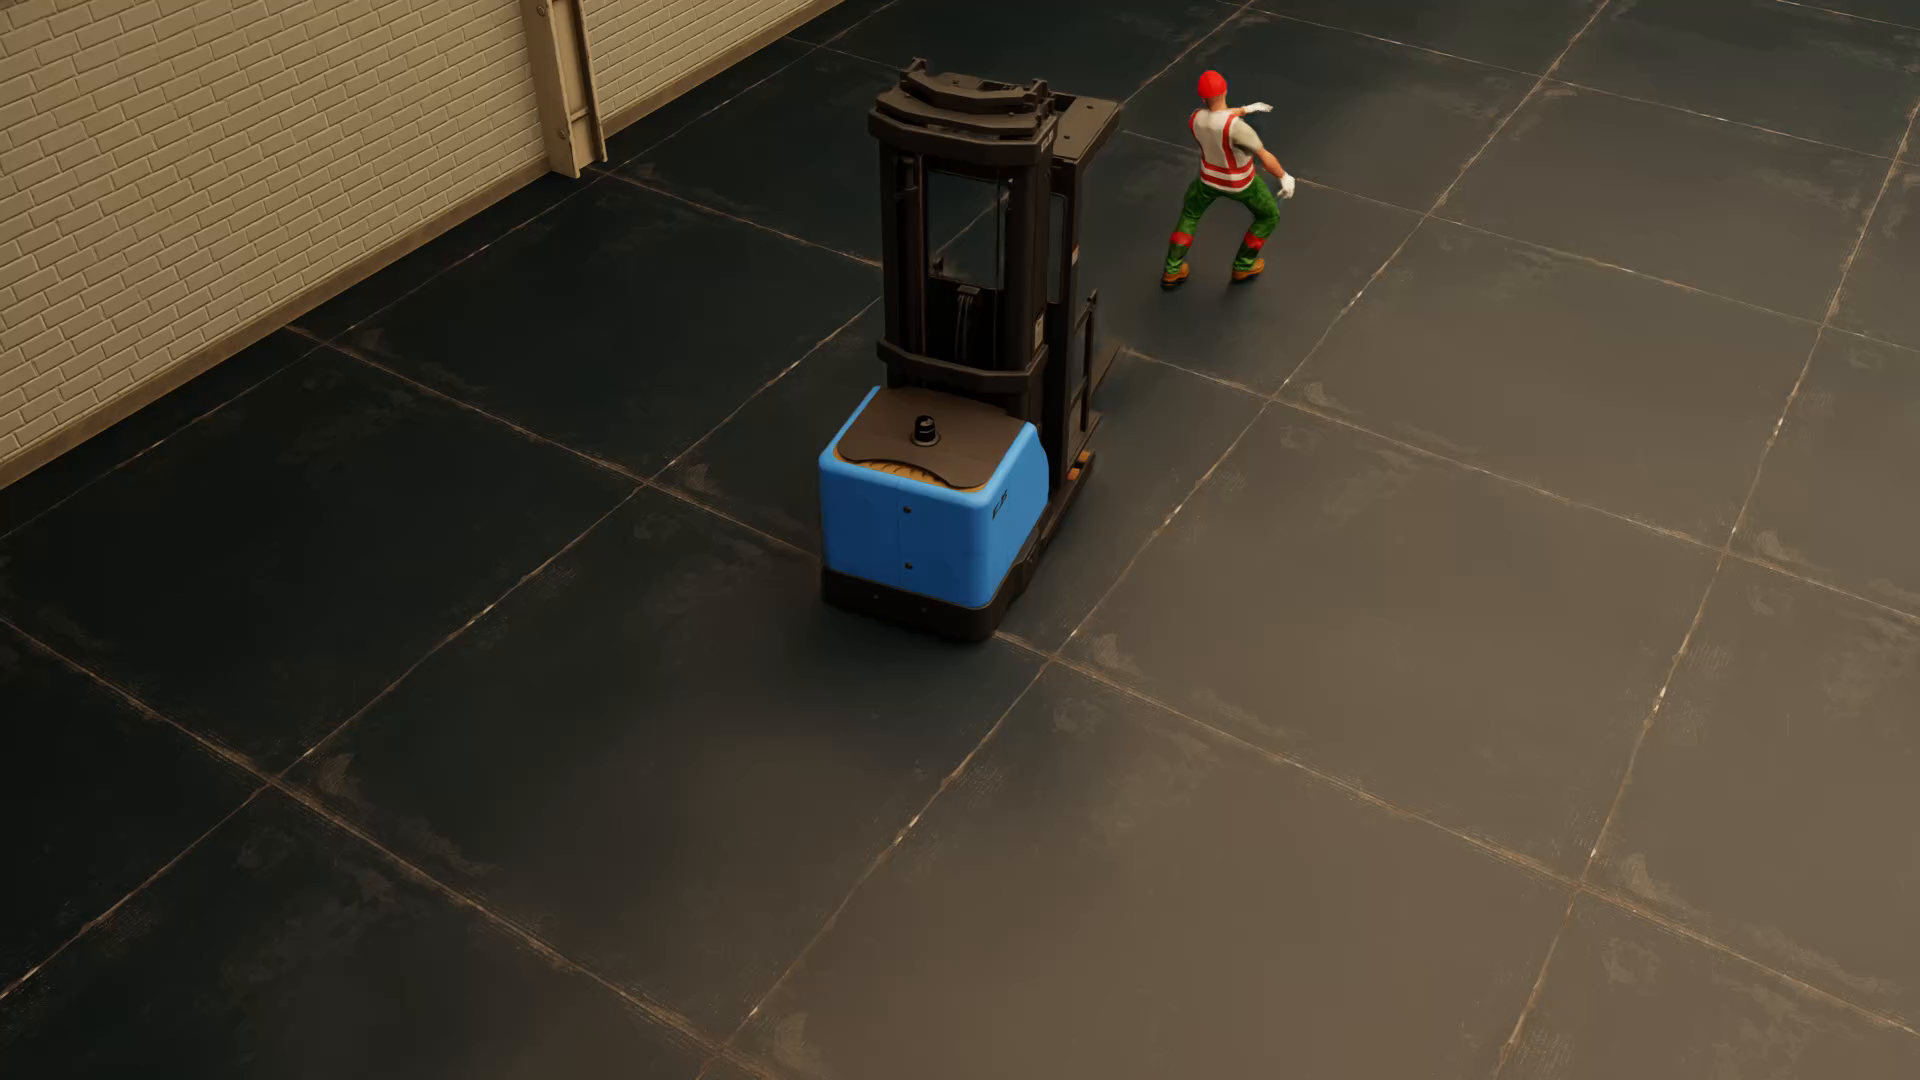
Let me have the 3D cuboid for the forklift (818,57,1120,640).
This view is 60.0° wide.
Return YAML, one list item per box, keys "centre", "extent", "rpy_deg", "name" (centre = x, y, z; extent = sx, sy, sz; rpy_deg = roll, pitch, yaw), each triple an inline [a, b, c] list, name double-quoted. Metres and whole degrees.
- centre: [0.226, -1.506, 9.745]
  extent: [1.130, 2.935, 3.031]
  rpy_deg: [15, 42, 17]
  name: "forklift"

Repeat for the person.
- centre: [2.043, -2.643, 12.060]
  extent: [0.838, 1.621, 0.877]
  rpy_deg: [21, 45, 23]
  name: "person"
